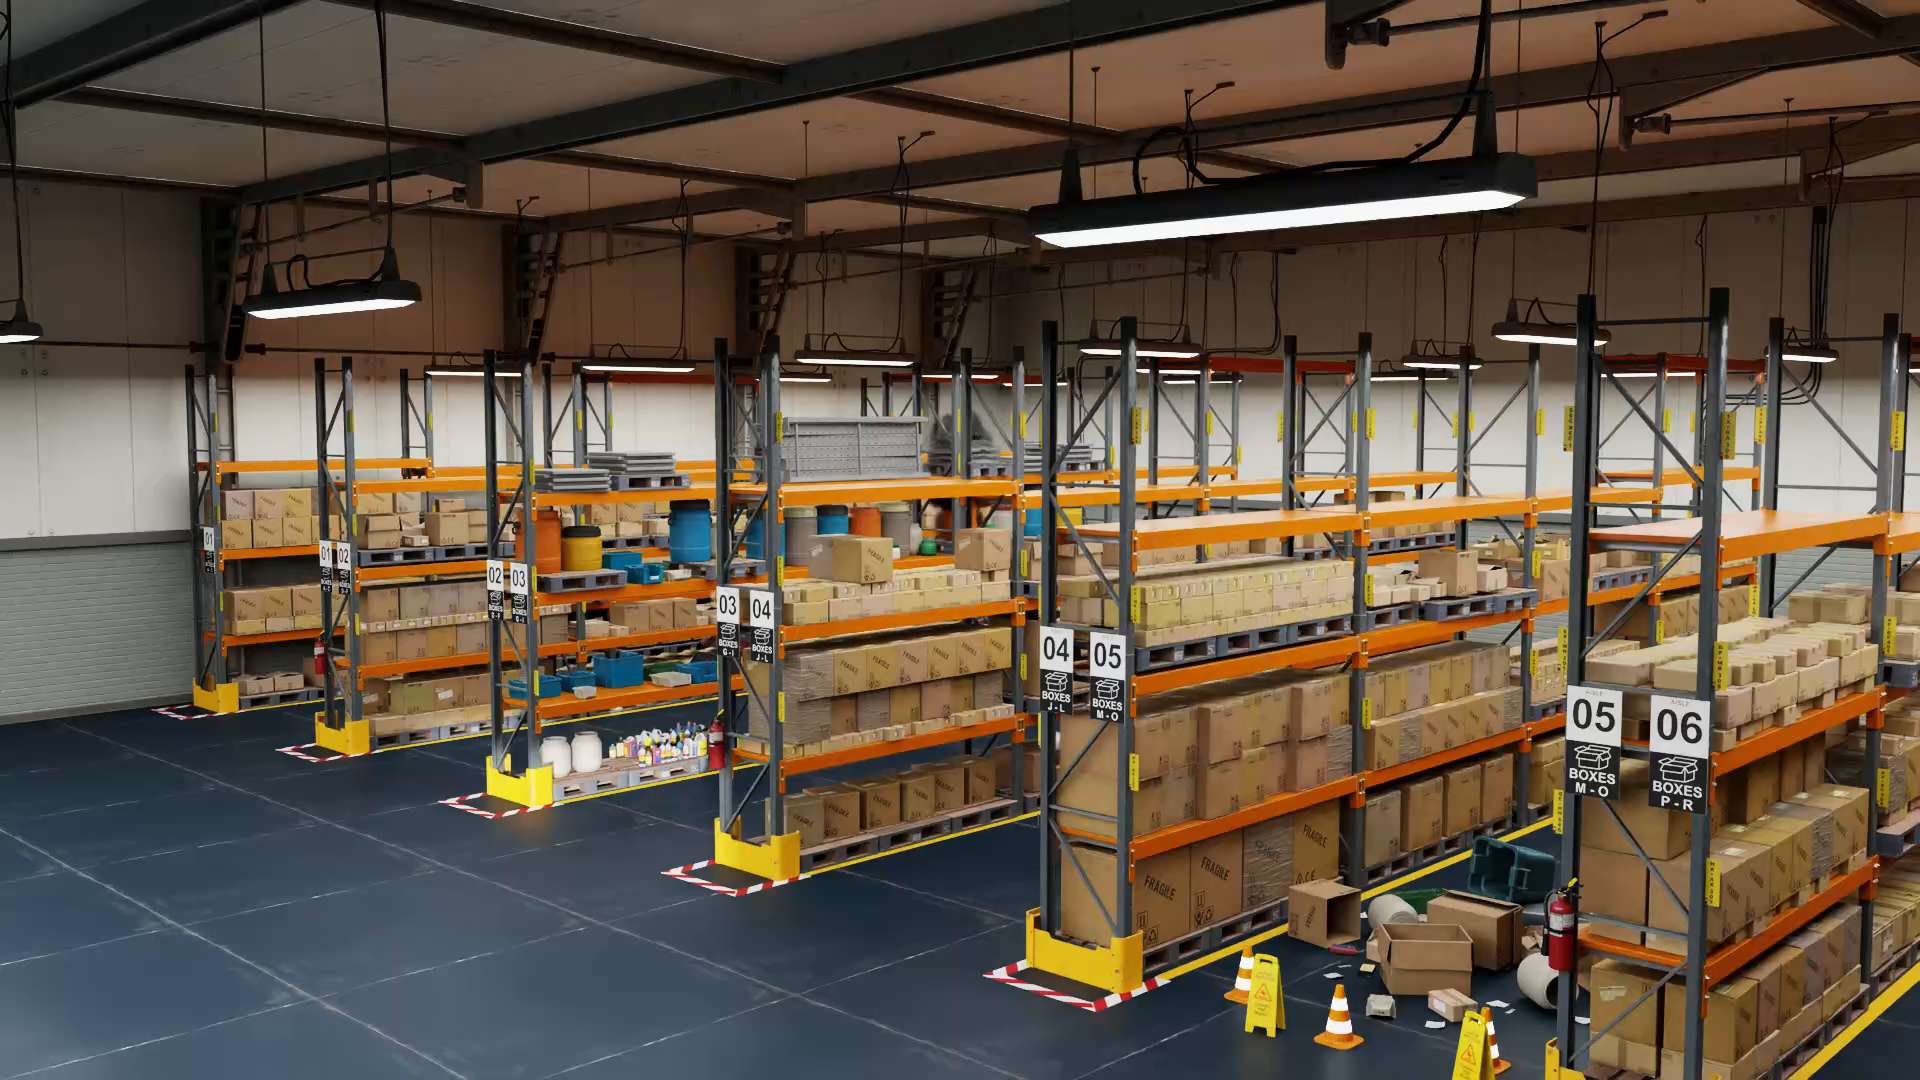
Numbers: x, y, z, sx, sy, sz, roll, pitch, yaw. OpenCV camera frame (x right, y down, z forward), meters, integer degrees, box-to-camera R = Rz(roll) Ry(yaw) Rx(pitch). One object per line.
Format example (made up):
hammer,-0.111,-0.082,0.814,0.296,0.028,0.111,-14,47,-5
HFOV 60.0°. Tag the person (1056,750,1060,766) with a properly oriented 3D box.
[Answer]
person,1.198,2.573,18.926,0.670,0.743,1.021,4,6,45

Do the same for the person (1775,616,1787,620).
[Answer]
person,13.516,1.817,27.525,0.687,1.137,0.704,2,5,24

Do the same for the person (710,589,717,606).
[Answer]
person,-4.917,1.784,33.352,0.595,1.647,0.621,4,6,44
